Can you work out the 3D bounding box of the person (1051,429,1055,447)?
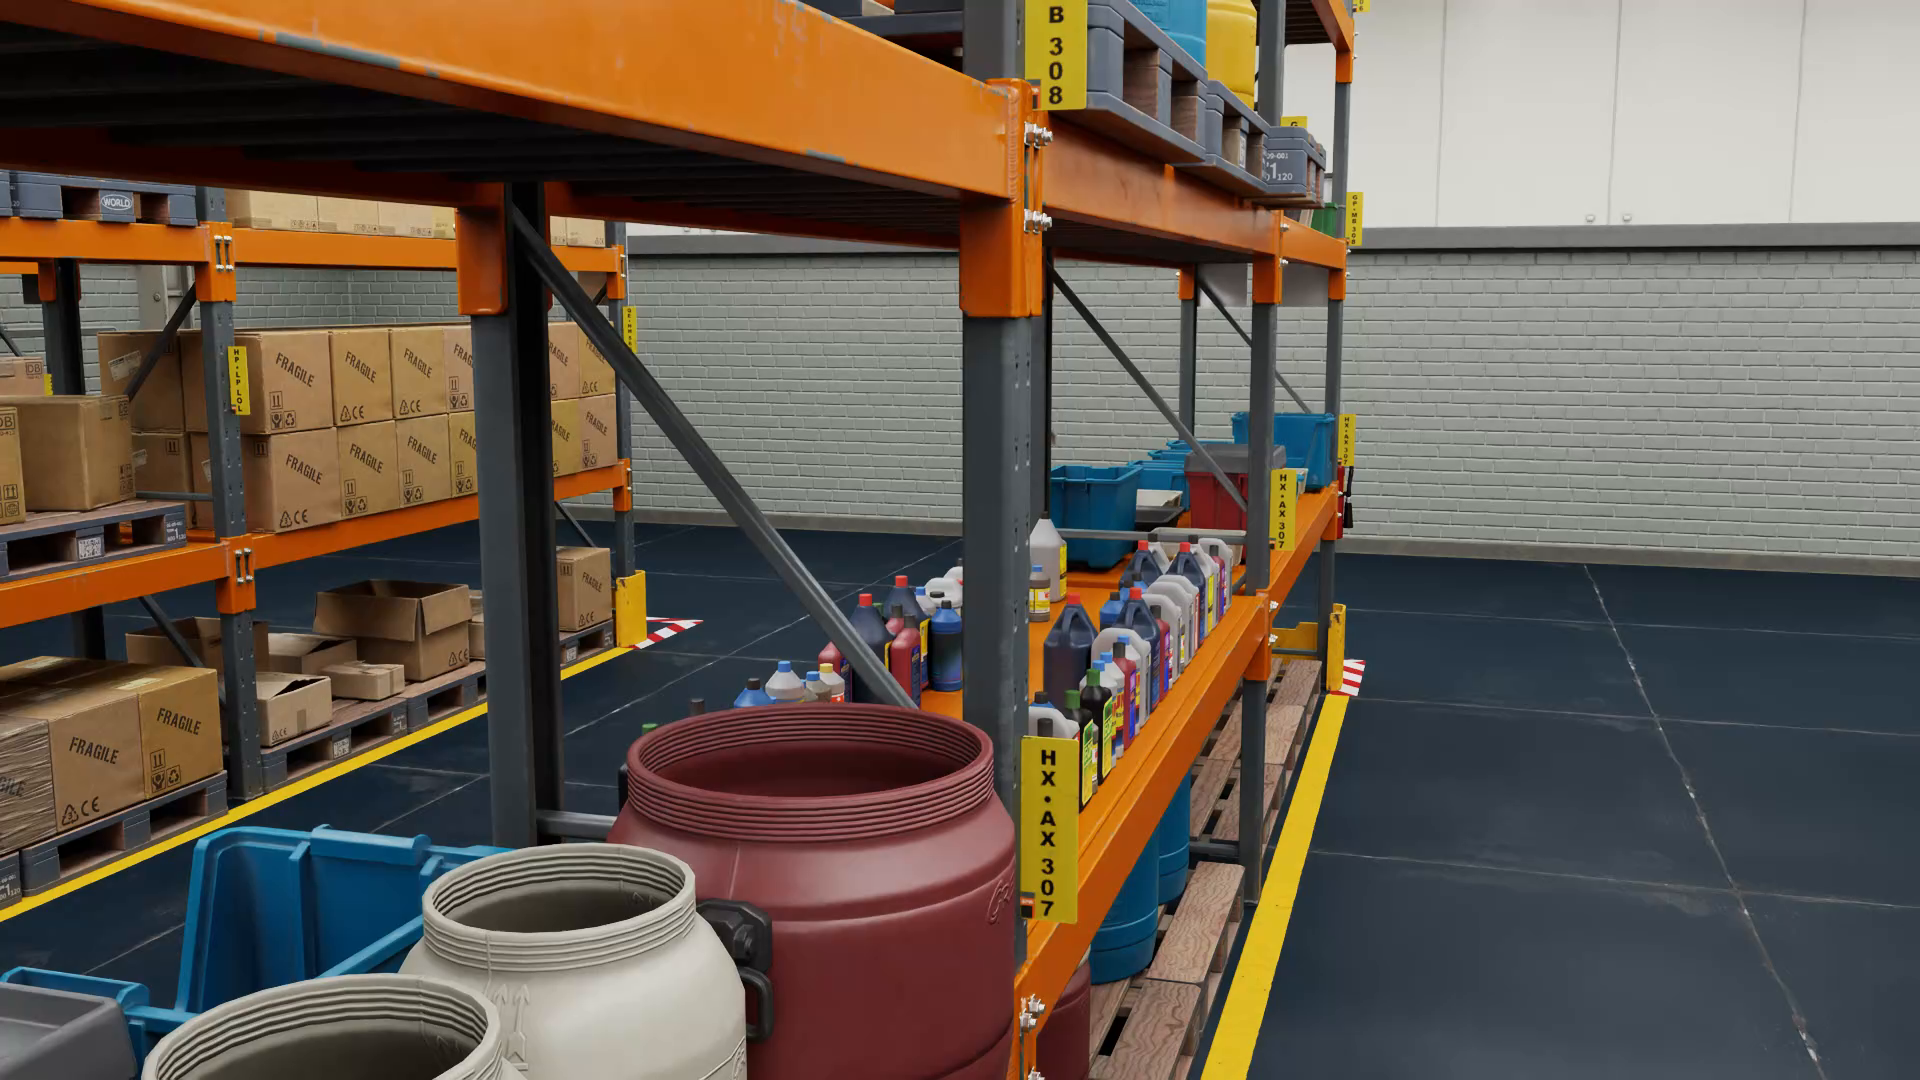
[{"bbox_3d":[0.472,-0.040,11.913,0.411,1.588,0.465,3,9,18],"label":"person"}]
